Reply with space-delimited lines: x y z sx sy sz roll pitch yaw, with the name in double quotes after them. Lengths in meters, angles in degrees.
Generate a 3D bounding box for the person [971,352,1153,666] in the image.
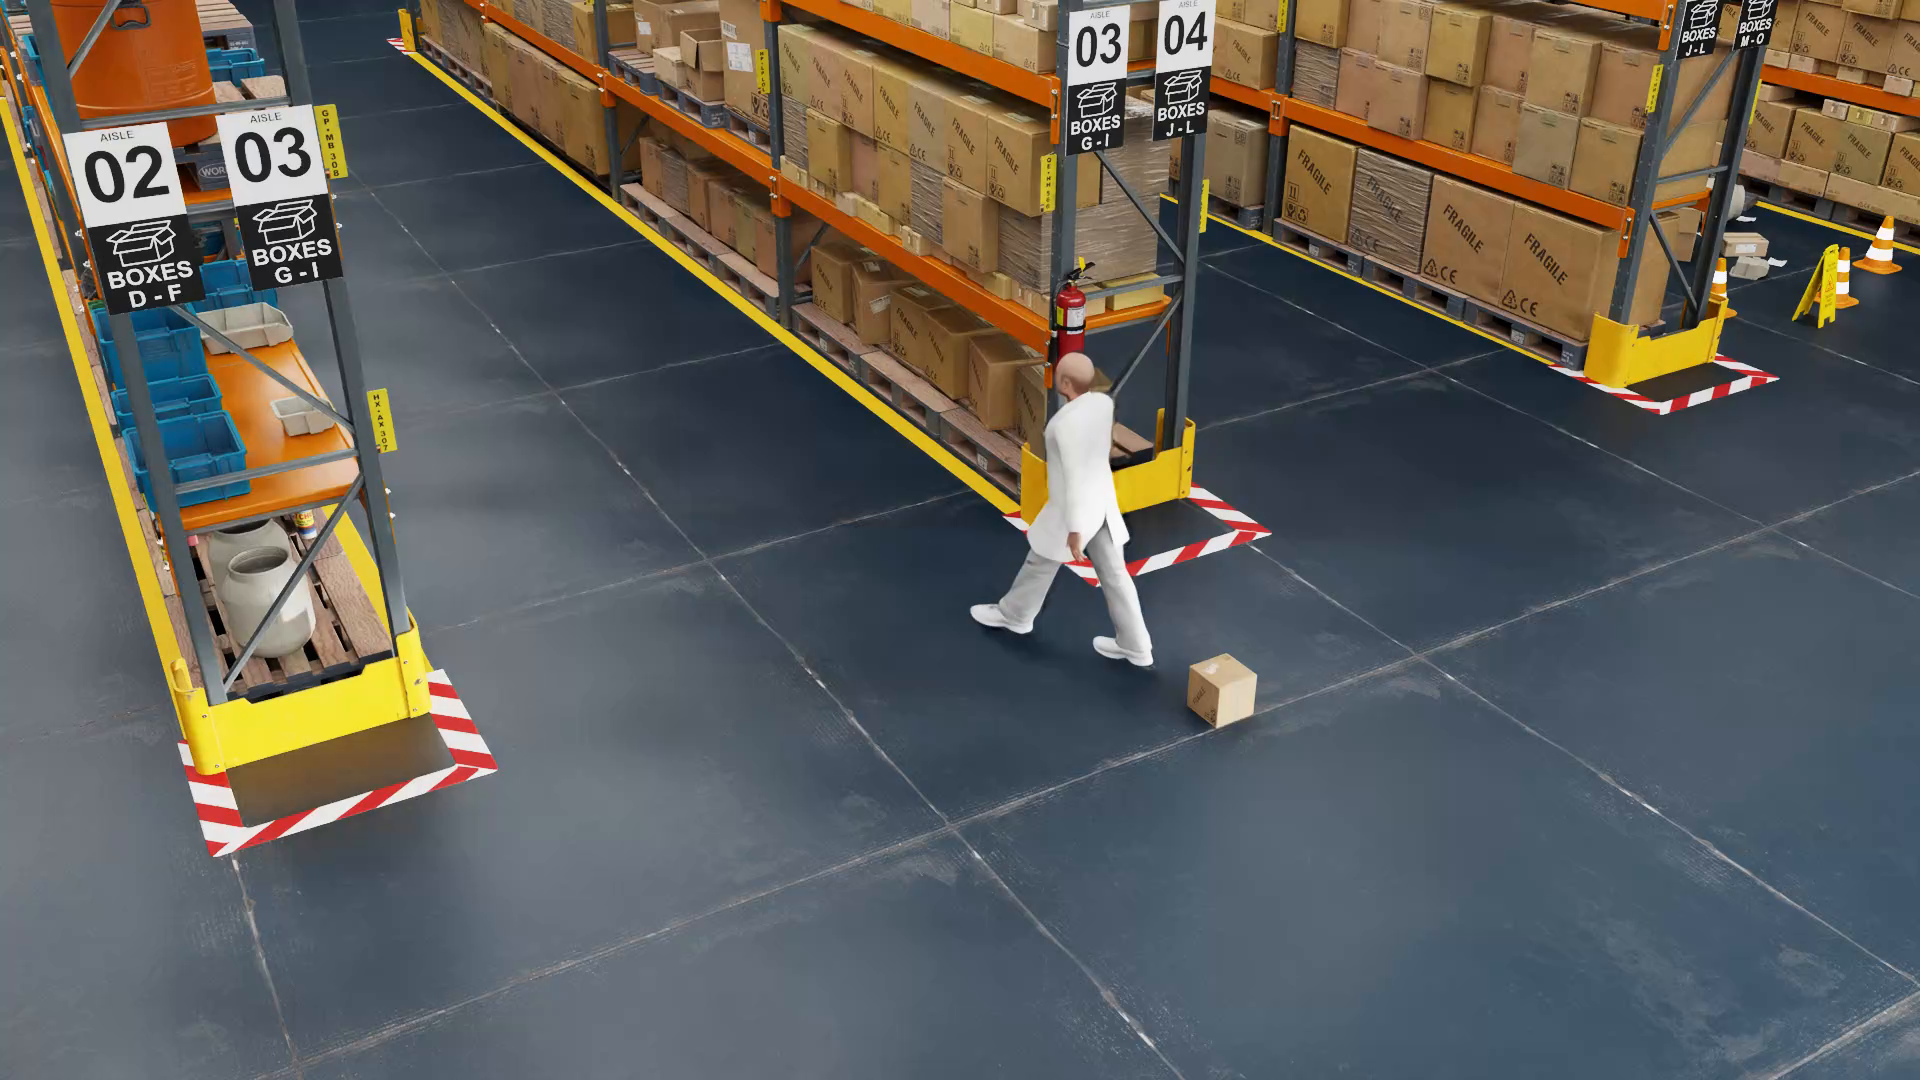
0.600 -0.202 8.935 1.099 1.713 0.607 20 35 33 "person"
